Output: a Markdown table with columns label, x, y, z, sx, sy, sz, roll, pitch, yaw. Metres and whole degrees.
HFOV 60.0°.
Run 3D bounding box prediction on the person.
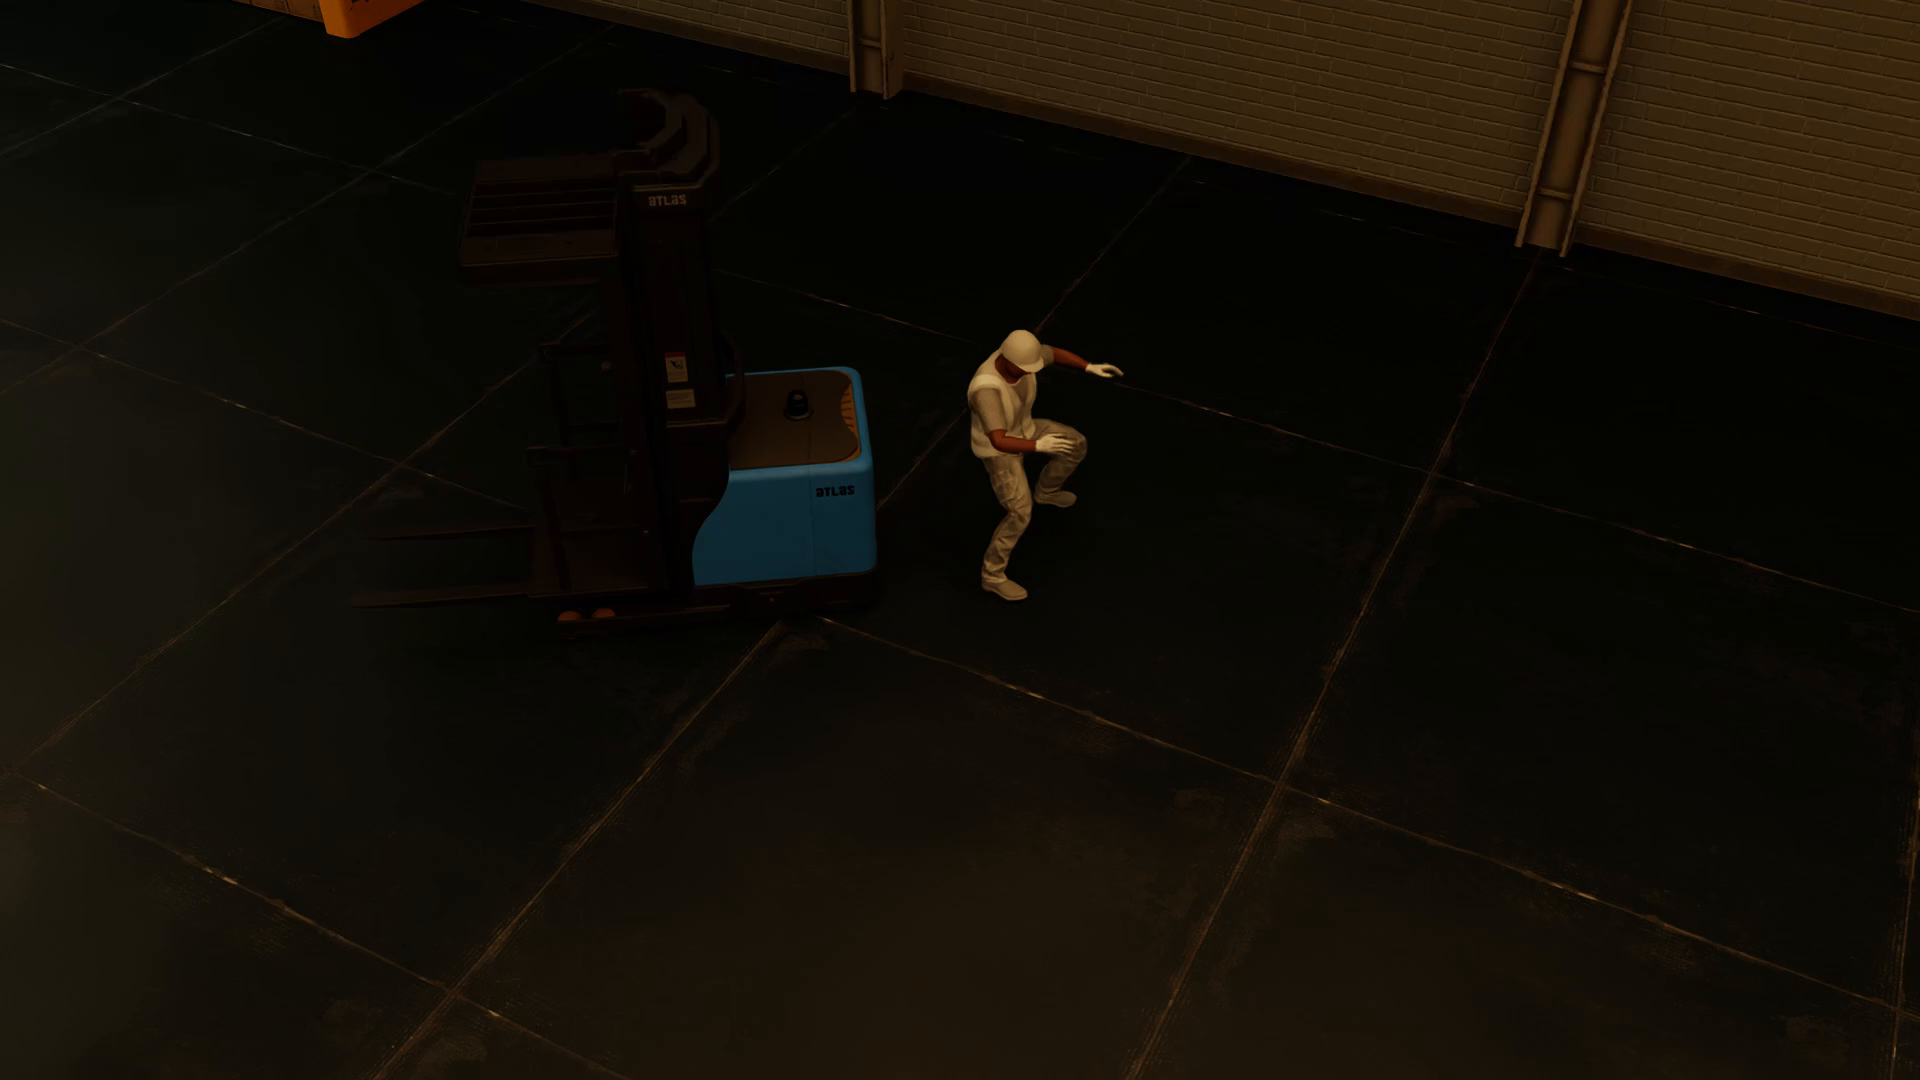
| label | x | y | z | sx | sy | sz | roll | pitch | yaw |
| --- | --- | --- | --- | --- | --- | --- | --- | --- | --- |
| person | 0.437 | -0.569 | 9.742 | 0.760 | 1.546 | 1.080 | 25 | 46 | 26 |

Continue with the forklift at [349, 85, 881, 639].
| label | x | y | z | sx | sy | sz | roll | pitch | yaw |
| --- | --- | --- | --- | --- | --- | --- | --- | --- | --- |
| forklift | -2.023 | -0.910 | 9.068 | 3.031 | 2.935 | 1.130 | -5 | 40 | -6 |
